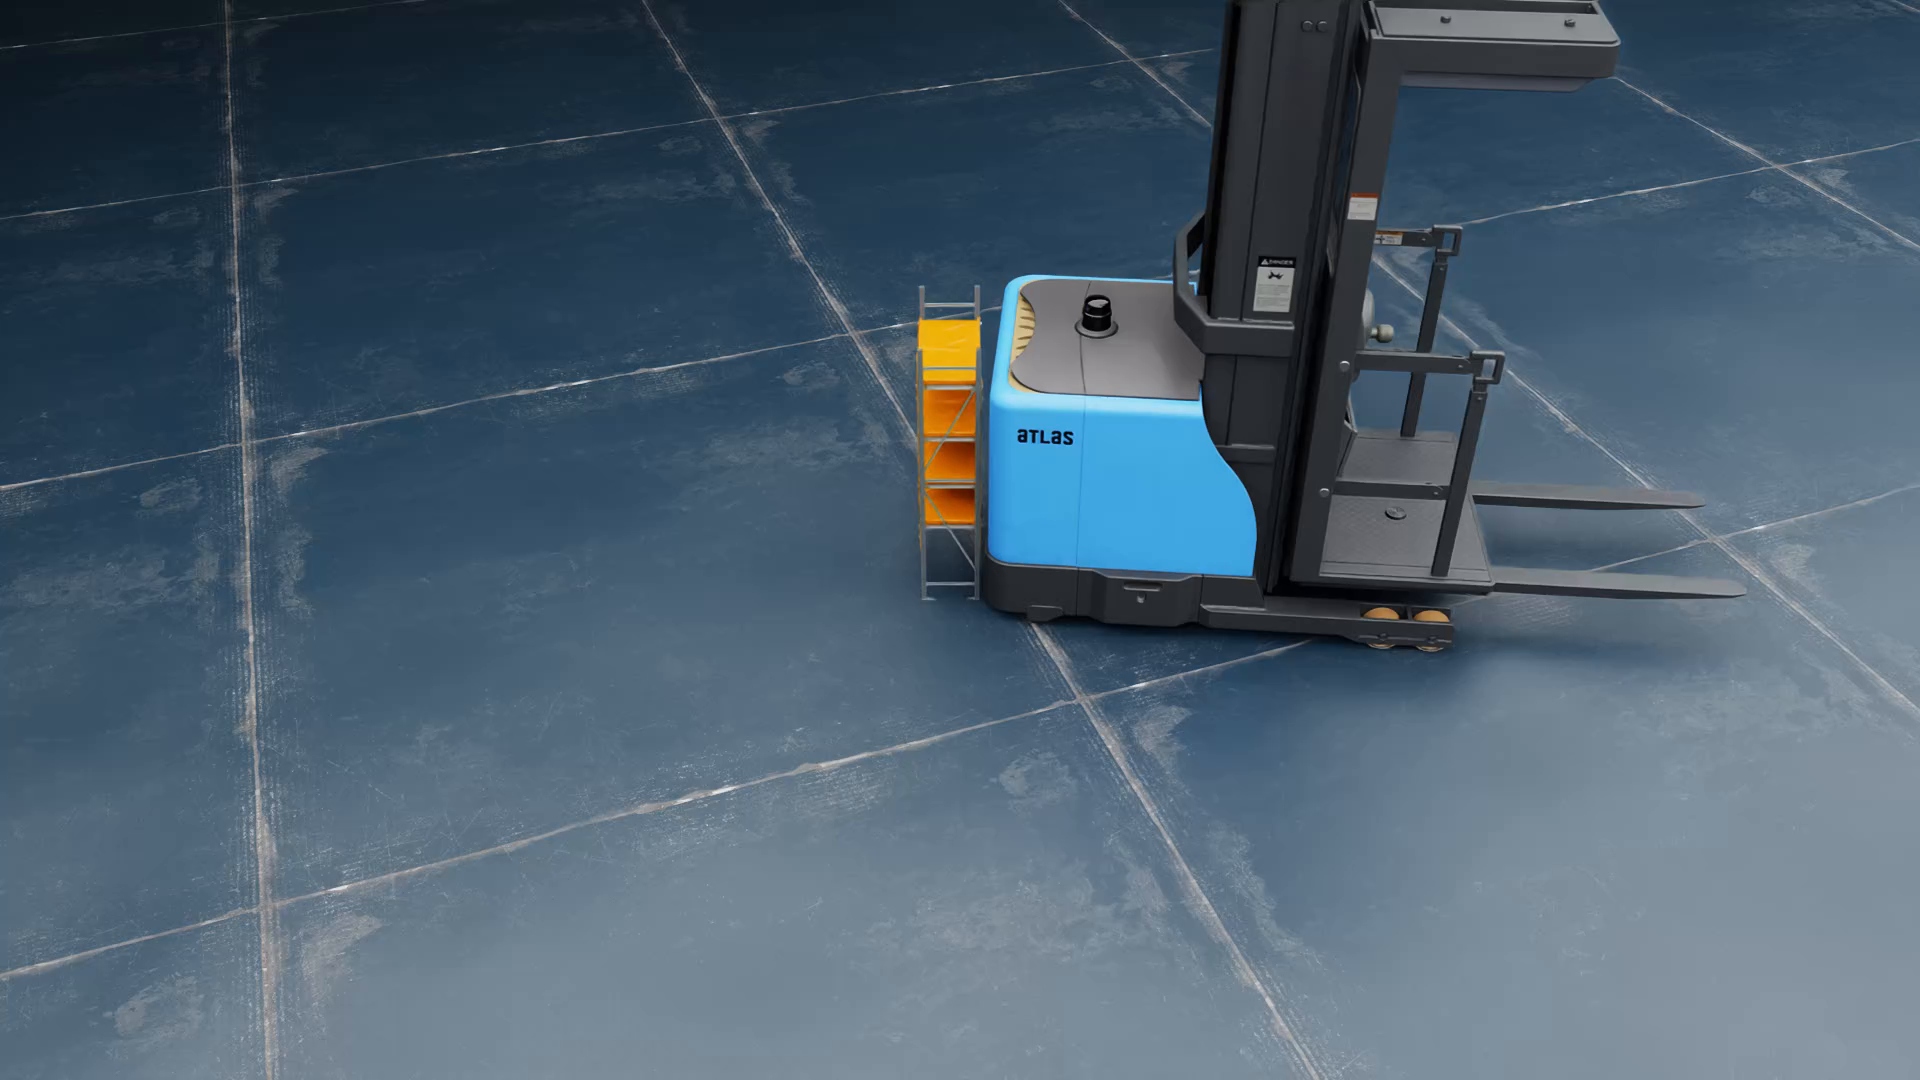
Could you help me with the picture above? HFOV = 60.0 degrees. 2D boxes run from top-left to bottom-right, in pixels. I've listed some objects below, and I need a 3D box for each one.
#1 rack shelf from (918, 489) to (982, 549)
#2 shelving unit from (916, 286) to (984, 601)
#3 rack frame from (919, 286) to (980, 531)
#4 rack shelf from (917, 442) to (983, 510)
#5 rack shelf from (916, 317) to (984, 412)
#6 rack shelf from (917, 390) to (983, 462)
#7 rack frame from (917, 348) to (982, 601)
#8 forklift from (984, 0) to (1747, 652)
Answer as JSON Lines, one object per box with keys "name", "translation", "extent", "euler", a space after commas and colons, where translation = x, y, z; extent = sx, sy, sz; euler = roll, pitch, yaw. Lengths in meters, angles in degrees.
{"name": "rack shelf", "translation": [-0.040, -0.166, 6.915], "extent": [0.258, 0.148, 0.480], "euler": [0, 37, 0]}
{"name": "shelving unit", "translation": [-0.040, -0.378, 6.755], "extent": [0.258, 1.200, 0.503], "euler": [0, 37, 0]}
{"name": "rack frame", "translation": [-0.041, -0.525, 6.950], "extent": [0.240, 1.200, 0.015], "euler": [0, 37, 0]}
{"name": "rack shelf", "translation": [-0.040, -0.324, 6.795], "extent": [0.258, 0.148, 0.480], "euler": [0, 37, 0]}
{"name": "rack shelf", "translation": [-0.040, -0.692, 6.518], "extent": [0.258, 0.148, 0.480], "euler": [0, 37, 0]}
{"name": "rack shelf", "translation": [-0.040, -0.503, 6.661], "extent": [0.258, 0.148, 0.480], "euler": [0, 37, 0]}
{"name": "rack frame", "translation": [-0.039, -0.231, 6.560], "extent": [0.240, 1.200, 0.015], "euler": [0, 37, 0]}
{"name": "forklift", "translation": [1.645, -1.060, 6.221], "extent": [3.031, 2.935, 1.130], "euler": [3, 37, 4]}
